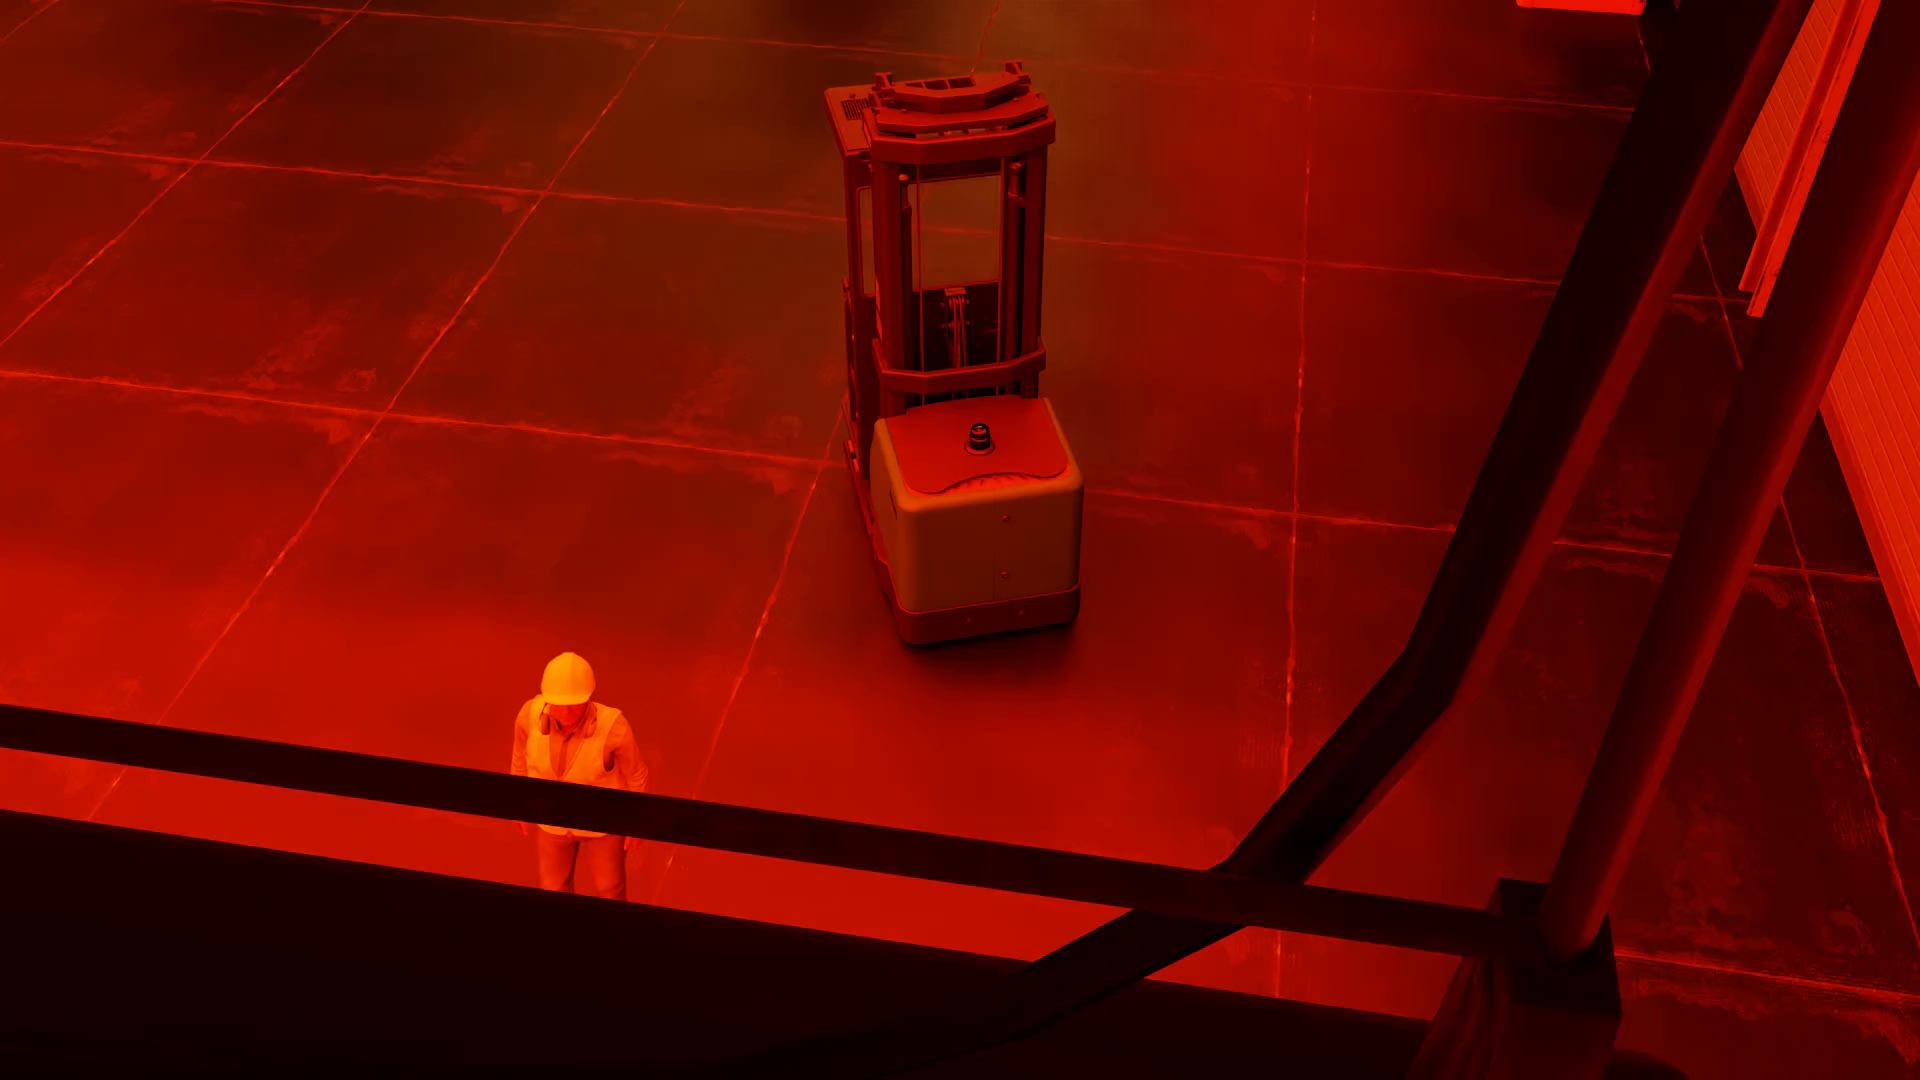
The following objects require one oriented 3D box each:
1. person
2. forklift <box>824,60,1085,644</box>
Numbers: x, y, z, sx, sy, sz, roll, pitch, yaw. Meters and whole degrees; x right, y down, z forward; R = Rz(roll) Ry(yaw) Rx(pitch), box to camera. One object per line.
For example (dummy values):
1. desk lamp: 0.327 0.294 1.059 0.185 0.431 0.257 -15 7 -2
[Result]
1. person: -1.685 1.251 7.315 0.629 1.774 0.566 5 41 5
2. forklift: -0.128 -1.496 9.597 1.130 2.935 3.031 -8 42 -9
